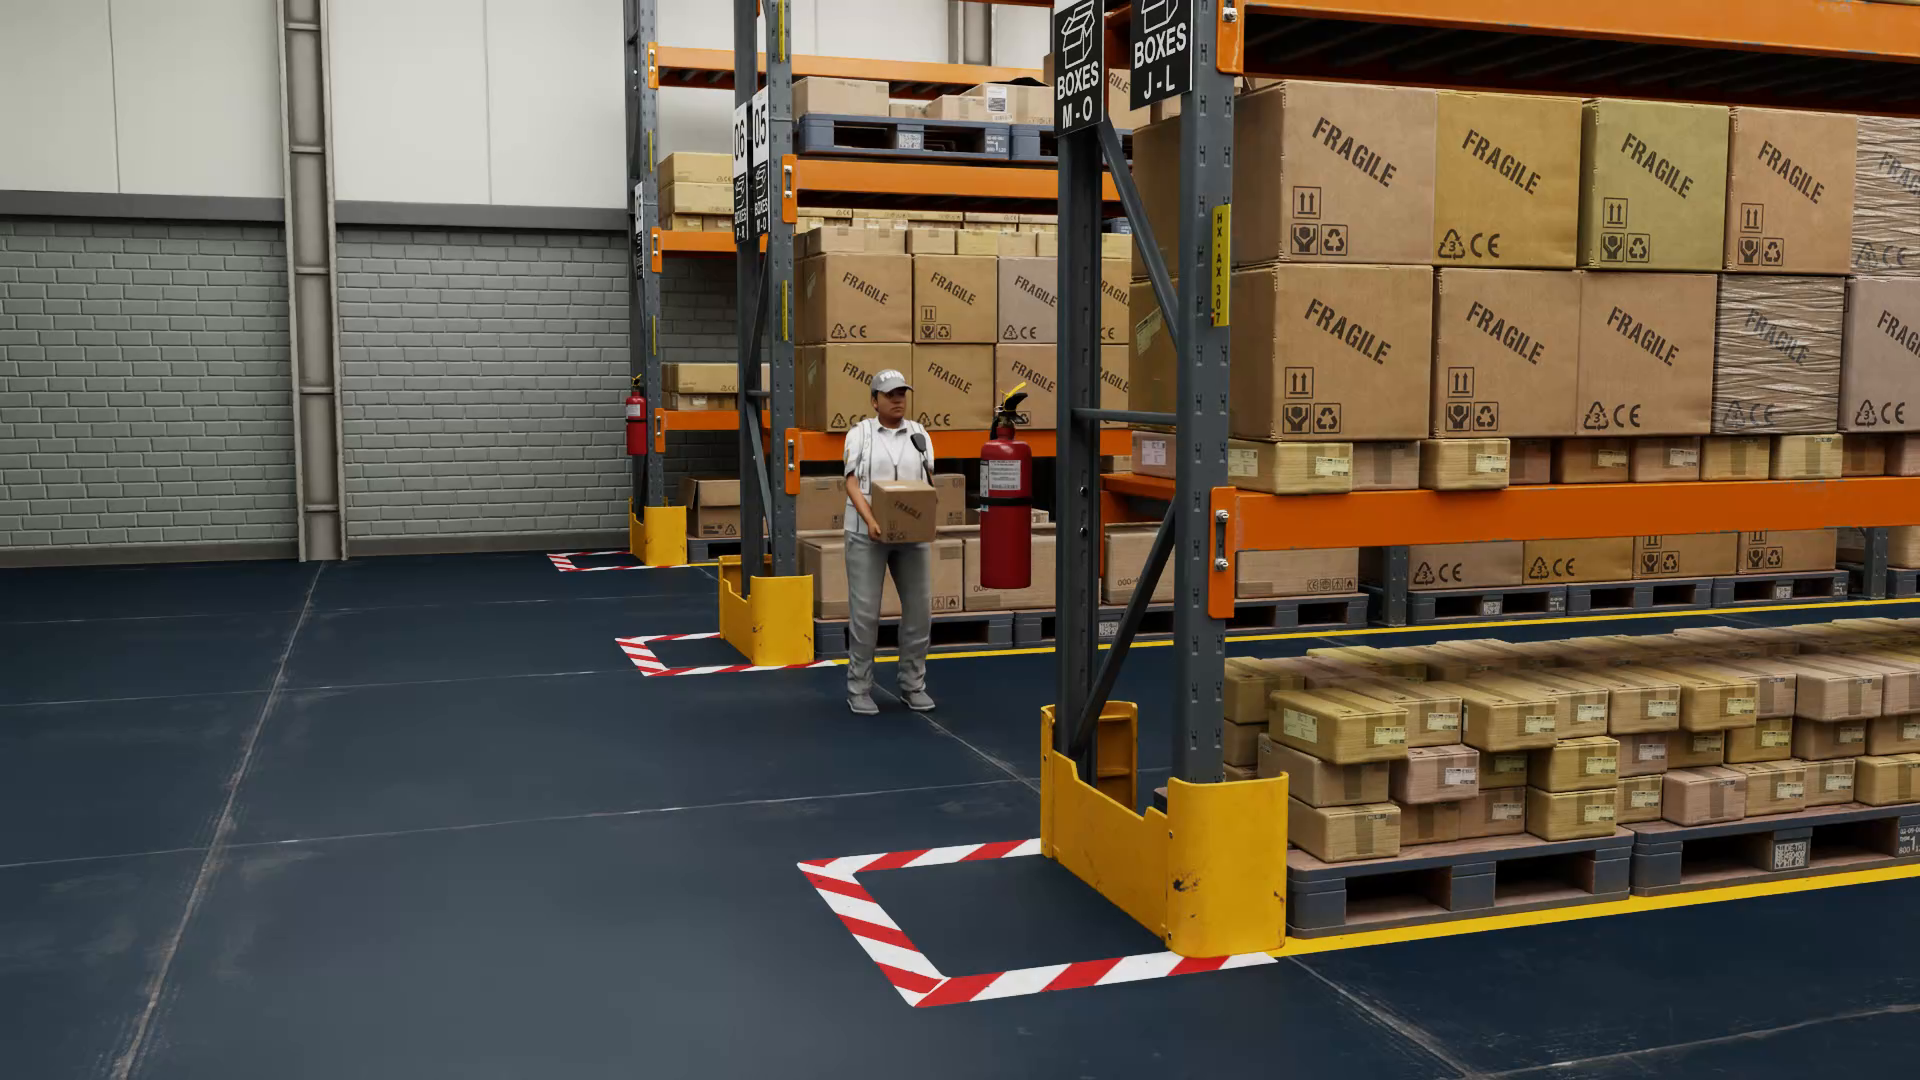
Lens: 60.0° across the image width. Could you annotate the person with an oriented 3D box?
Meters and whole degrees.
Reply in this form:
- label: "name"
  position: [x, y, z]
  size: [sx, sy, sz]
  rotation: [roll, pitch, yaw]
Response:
- label: "person"
  position: [-0.320, 0.009, 8.021]
  size: [0.455, 1.656, 0.541]
  rotation: [-2, 6, -18]
